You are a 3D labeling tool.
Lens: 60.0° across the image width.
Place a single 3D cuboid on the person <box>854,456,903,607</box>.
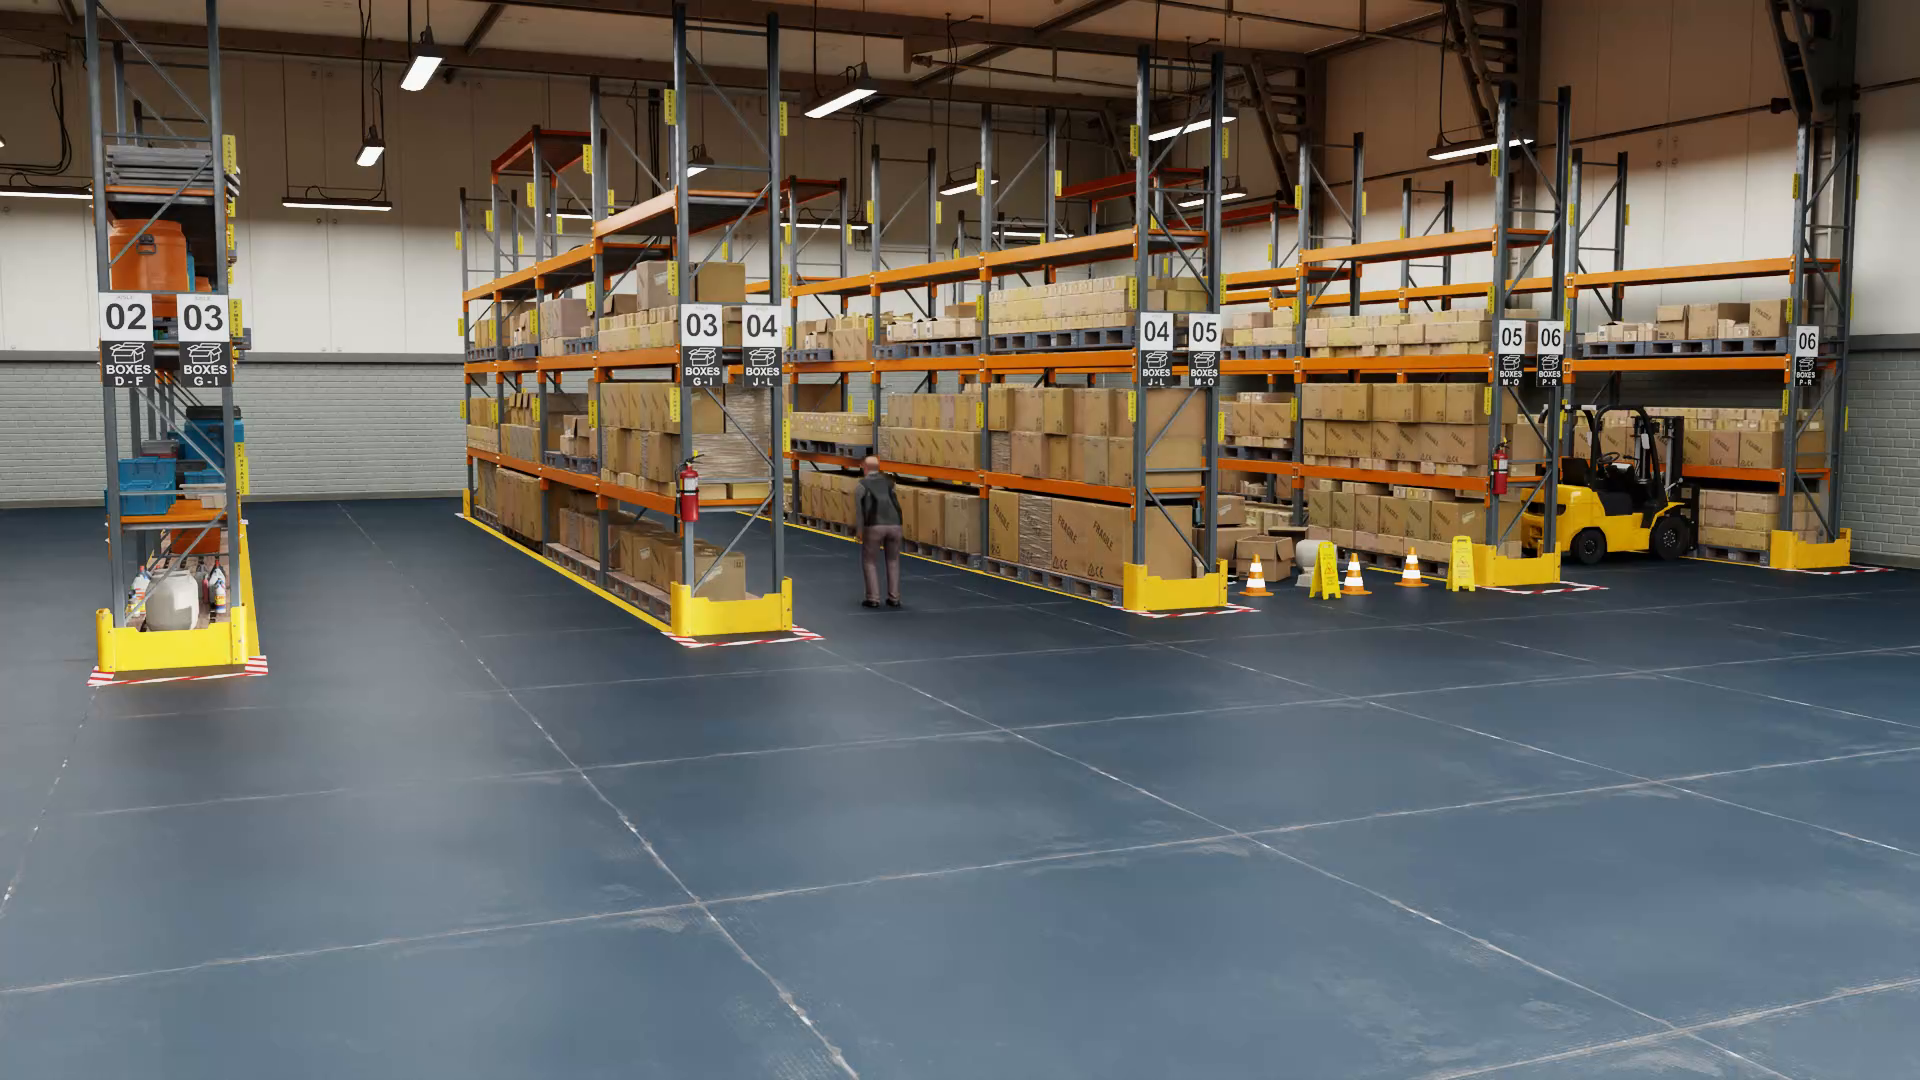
[{"bbox_3d":[-0.912,-0.100,18.379,0.477,1.647,0.615,-2,6,-25],"label":"person"}]
